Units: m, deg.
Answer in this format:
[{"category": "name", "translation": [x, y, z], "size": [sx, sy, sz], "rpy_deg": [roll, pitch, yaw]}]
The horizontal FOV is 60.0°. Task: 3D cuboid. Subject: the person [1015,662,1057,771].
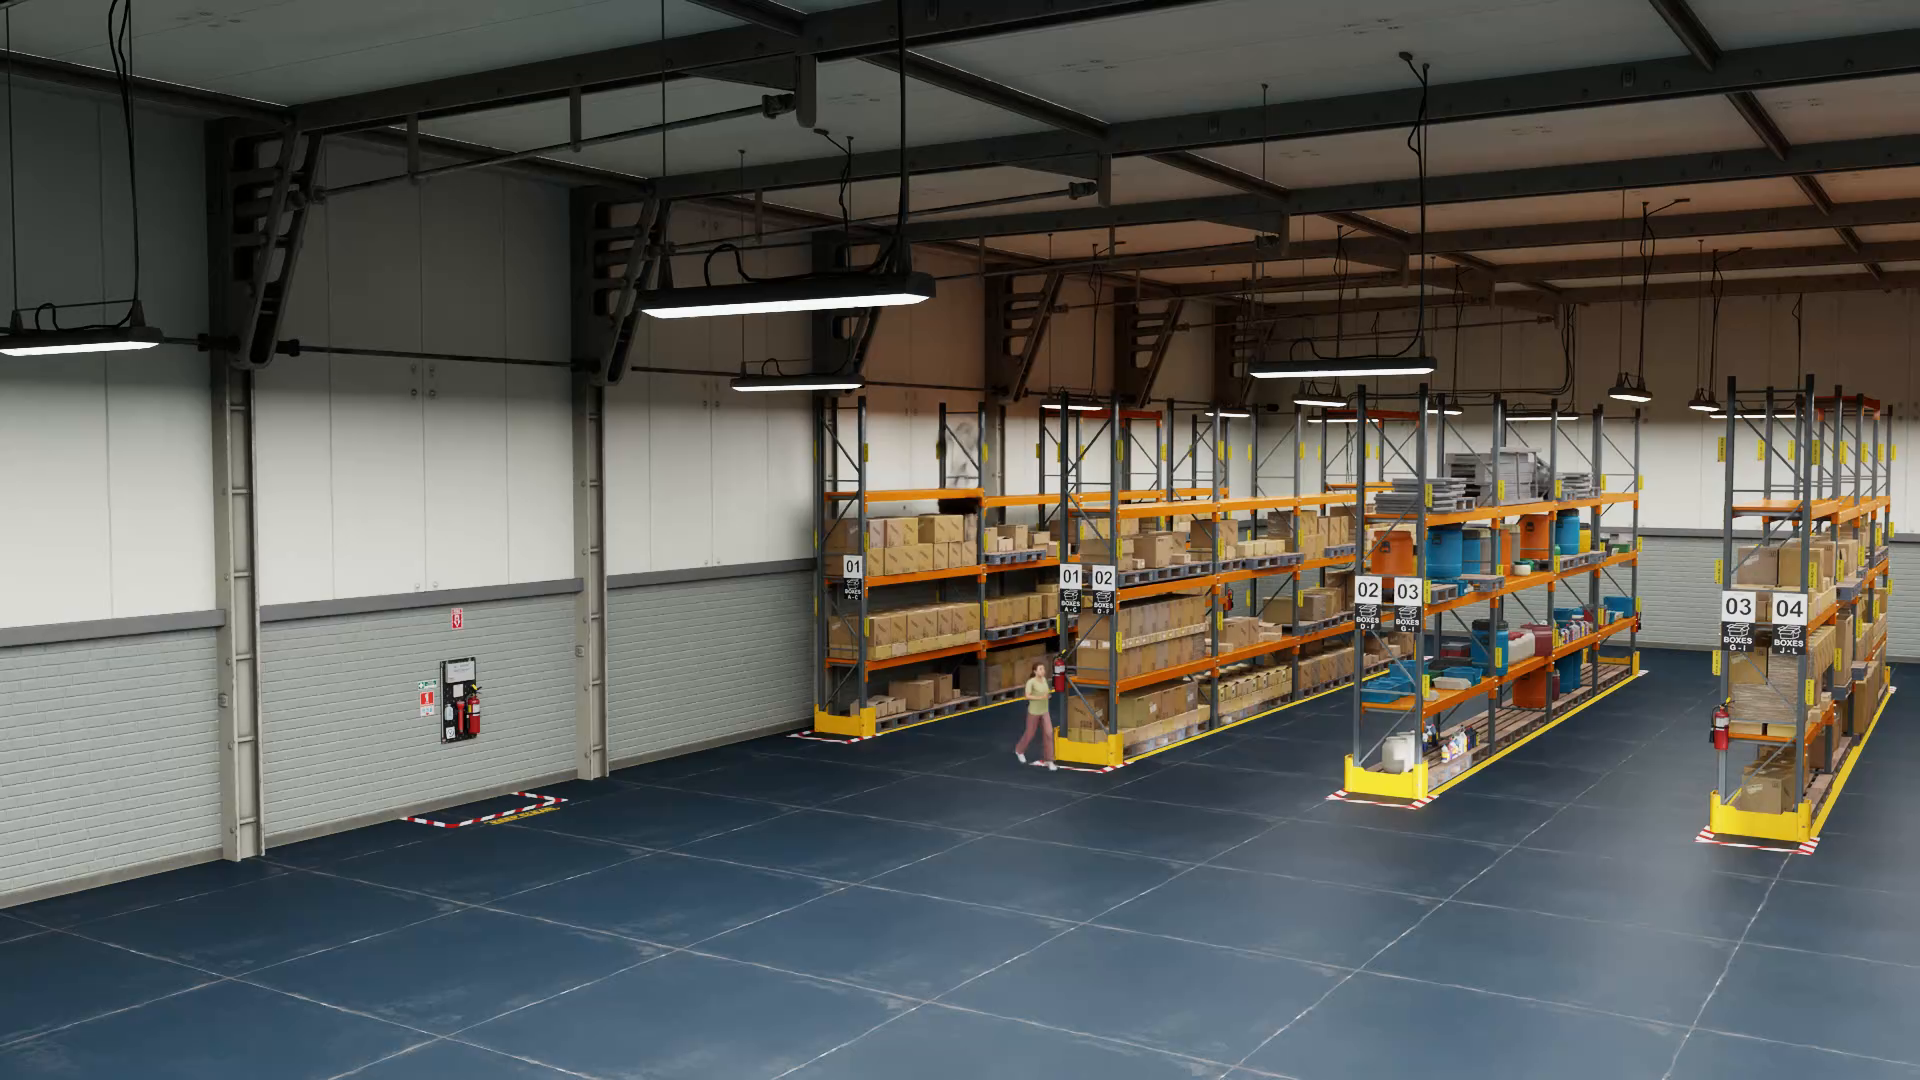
[{"category": "person", "translation": [1.206, 2.756, 26.322], "size": [0.562, 1.678, 0.948], "rpy_deg": [-2, 4, -37]}]
